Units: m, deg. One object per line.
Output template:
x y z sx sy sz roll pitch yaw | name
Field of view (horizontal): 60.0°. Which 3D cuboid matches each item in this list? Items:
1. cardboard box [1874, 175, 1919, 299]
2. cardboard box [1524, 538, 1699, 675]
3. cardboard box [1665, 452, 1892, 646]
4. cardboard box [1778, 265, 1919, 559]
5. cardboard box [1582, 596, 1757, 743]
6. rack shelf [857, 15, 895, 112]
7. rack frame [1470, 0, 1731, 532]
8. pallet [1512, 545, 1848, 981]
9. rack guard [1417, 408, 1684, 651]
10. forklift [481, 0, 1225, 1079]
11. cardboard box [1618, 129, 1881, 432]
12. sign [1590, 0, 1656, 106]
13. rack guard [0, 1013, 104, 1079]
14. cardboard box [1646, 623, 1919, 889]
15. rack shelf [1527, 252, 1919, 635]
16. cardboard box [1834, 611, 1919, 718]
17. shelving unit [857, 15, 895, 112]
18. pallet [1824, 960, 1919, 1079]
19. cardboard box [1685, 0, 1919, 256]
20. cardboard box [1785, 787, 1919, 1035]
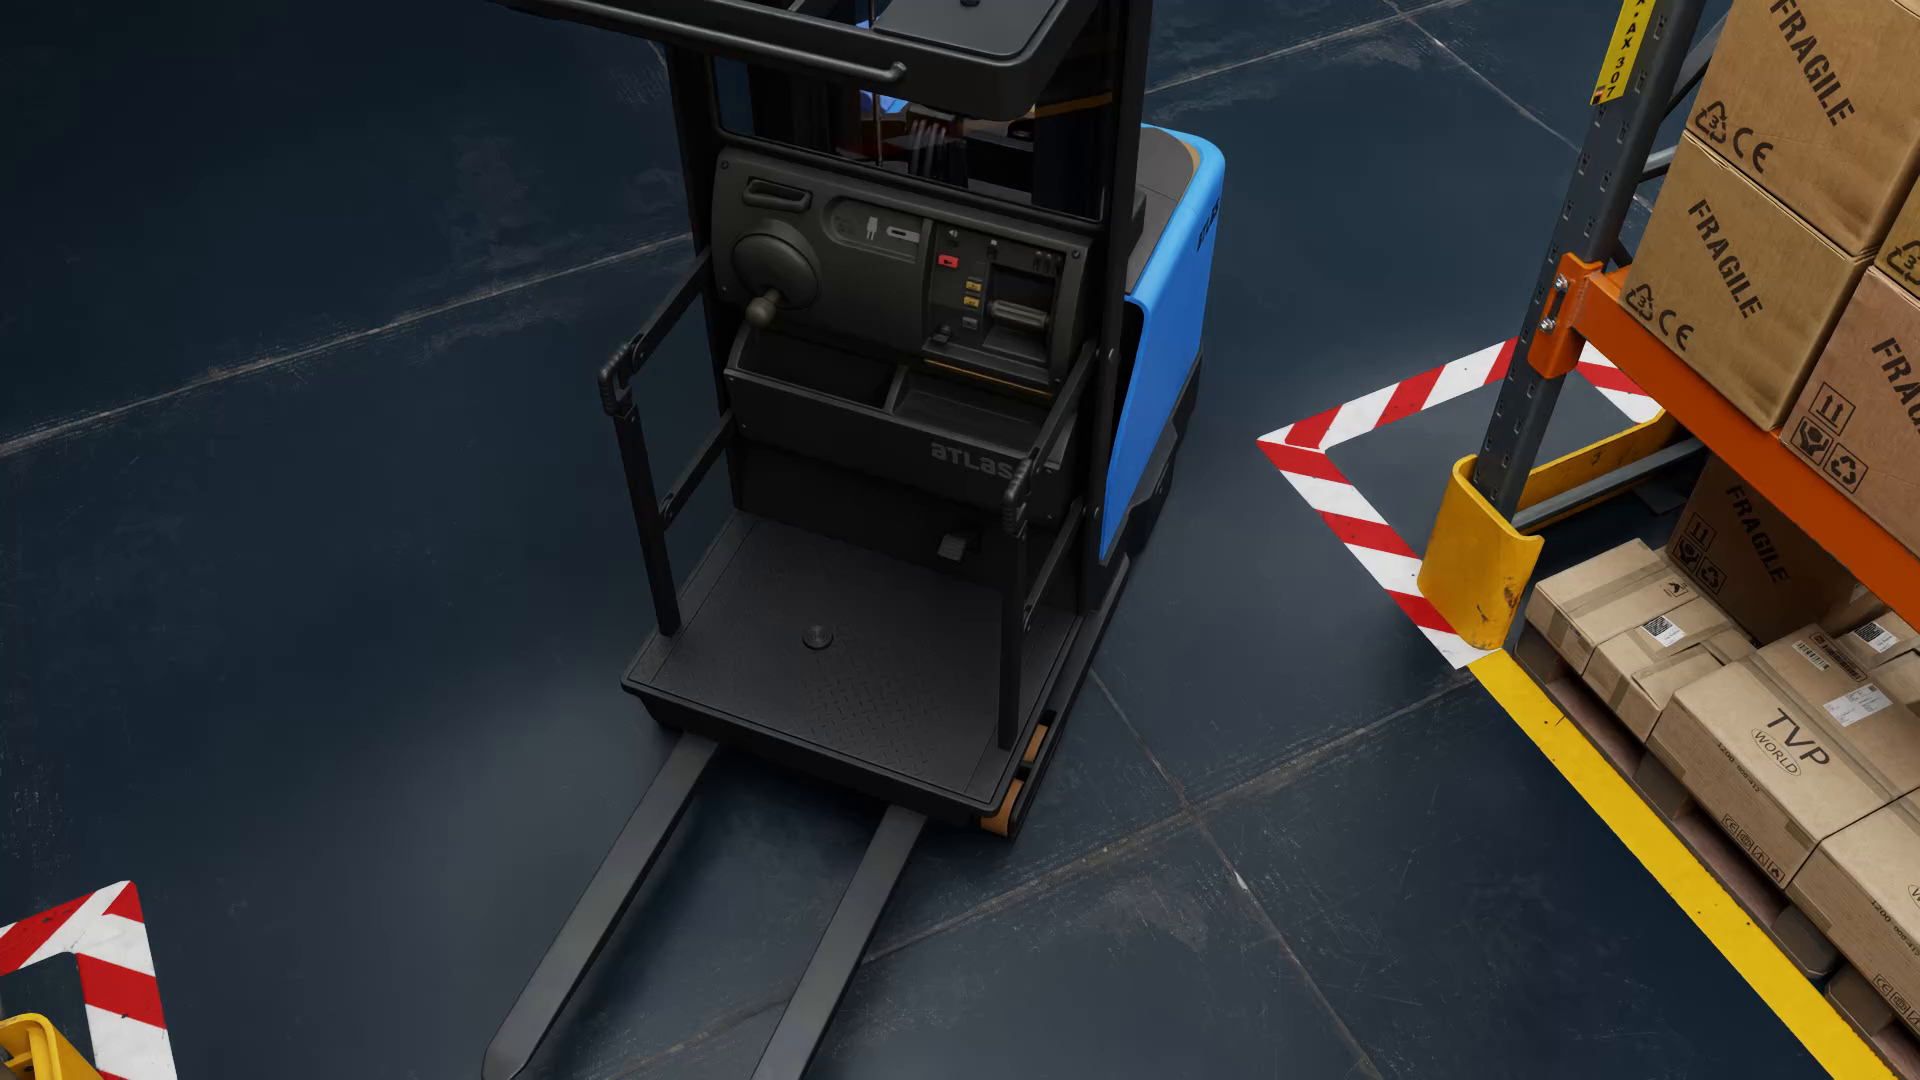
2.165 -0.634 3.081 0.500 0.500 0.500 -21 52 -17 | cardboard box
1.836 0.185 4.697 0.380 0.149 0.250 -21 52 -18 | cardboard box
2.418 -0.050 4.669 0.500 0.500 0.500 -21 52 -18 | cardboard box
2.160 -0.309 3.461 0.500 0.500 0.500 -22 52 -18 | cardboard box
1.951 0.347 4.544 0.380 0.166 0.250 -21 52 -18 | cardboard box
-0.064 -1.543 5.842 0.538 0.185 1.000 -29 55 -23 | rack shelf
1.950 -1.007 4.138 1.000 3.000 0.127 -21 52 -18 | rack frame
2.351 0.495 4.677 1.003 0.211 1.213 -21 52 -18 | pallet
1.985 -0.133 5.034 1.175 0.500 0.348 -21 52 -18 | rack guard
-0.236 -0.529 3.766 1.130 2.935 3.031 17 51 14 | forklift
1.919 -0.652 3.761 0.500 0.500 0.500 -20 52 -17 | cardboard box
1.468 -1.105 3.649 0.100 0.325 0.005 -21 52 -18 | sign
-2.464 1.509 3.598 1.175 0.500 0.348 -21 52 -18 | rack guard
2.176 0.550 4.311 0.500 0.250 0.500 -21 52 -18 | cardboard box
2.866 0.568 3.238 1.077 0.370 4.000 -21 52 -18 | rack shelf
2.523 0.362 4.531 0.380 0.166 0.250 -21 52 -18 | cardboard box
-0.064 -1.662 5.707 0.538 1.500 1.048 -29 55 -23 | shelving unit
2.905 1.311 3.964 1.003 0.211 1.213 -21 52 -18 | pallet
1.919 -0.981 3.385 0.500 0.500 0.500 -20 52 -16 | cardboard box
2.405 0.884 4.018 0.500 0.250 0.500 -21 52 -18 | cardboard box
